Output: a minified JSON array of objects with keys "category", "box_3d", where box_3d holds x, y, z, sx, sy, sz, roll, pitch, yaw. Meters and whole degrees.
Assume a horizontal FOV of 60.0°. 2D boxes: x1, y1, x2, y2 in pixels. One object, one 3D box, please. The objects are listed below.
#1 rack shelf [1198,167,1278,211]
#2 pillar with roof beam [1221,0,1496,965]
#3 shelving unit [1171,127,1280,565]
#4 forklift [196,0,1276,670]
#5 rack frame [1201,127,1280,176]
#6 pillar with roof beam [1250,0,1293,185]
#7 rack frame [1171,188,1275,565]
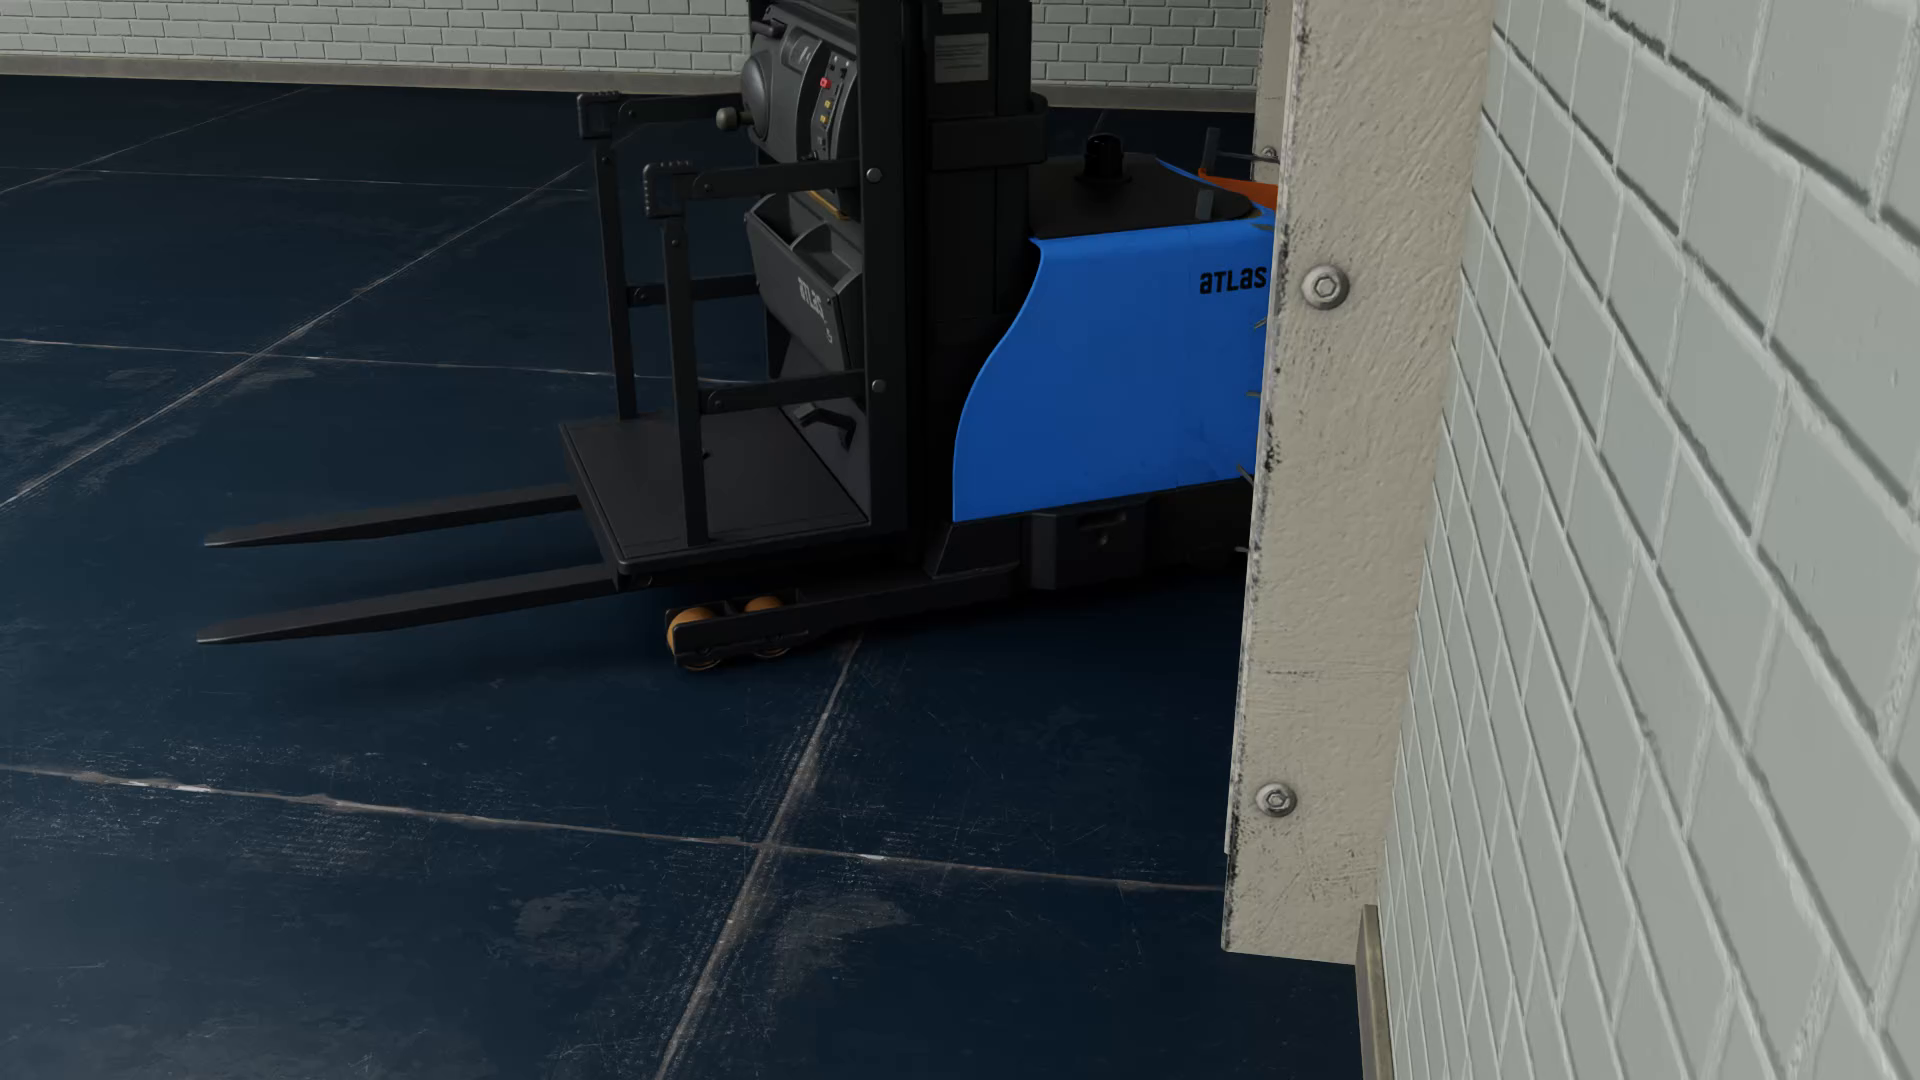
[{"category":"rack shelf","box_3d":[0.958,-0.883,5.136,0.538,0.278,1.000,9,24,6]},{"category":"pillar with roof beam","box_3d":[-3.522,-3.598,2.321,9.100,9.000,0.400,4,25,9]},{"category":"shelving unit","box_3d":[0.927,-0.618,5.256,0.538,1.125,1.048,9,24,6]},{"category":"forklift","box_3d":[-0.620,-1.228,4.416,3.031,2.935,1.130,-9,27,-19]},{"category":"rack frame","box_3d":[1.008,-0.817,5.716,0.500,1.125,0.032,9,24,6]},{"category":"pillar with roof beam","box_3d":[-2.542,-6.107,7.682,9.100,9.000,0.400,4,25,9]},{"category":"rack frame","box_3d":[0.847,-0.418,4.795,0.500,1.125,0.032,9,24,6]}]
